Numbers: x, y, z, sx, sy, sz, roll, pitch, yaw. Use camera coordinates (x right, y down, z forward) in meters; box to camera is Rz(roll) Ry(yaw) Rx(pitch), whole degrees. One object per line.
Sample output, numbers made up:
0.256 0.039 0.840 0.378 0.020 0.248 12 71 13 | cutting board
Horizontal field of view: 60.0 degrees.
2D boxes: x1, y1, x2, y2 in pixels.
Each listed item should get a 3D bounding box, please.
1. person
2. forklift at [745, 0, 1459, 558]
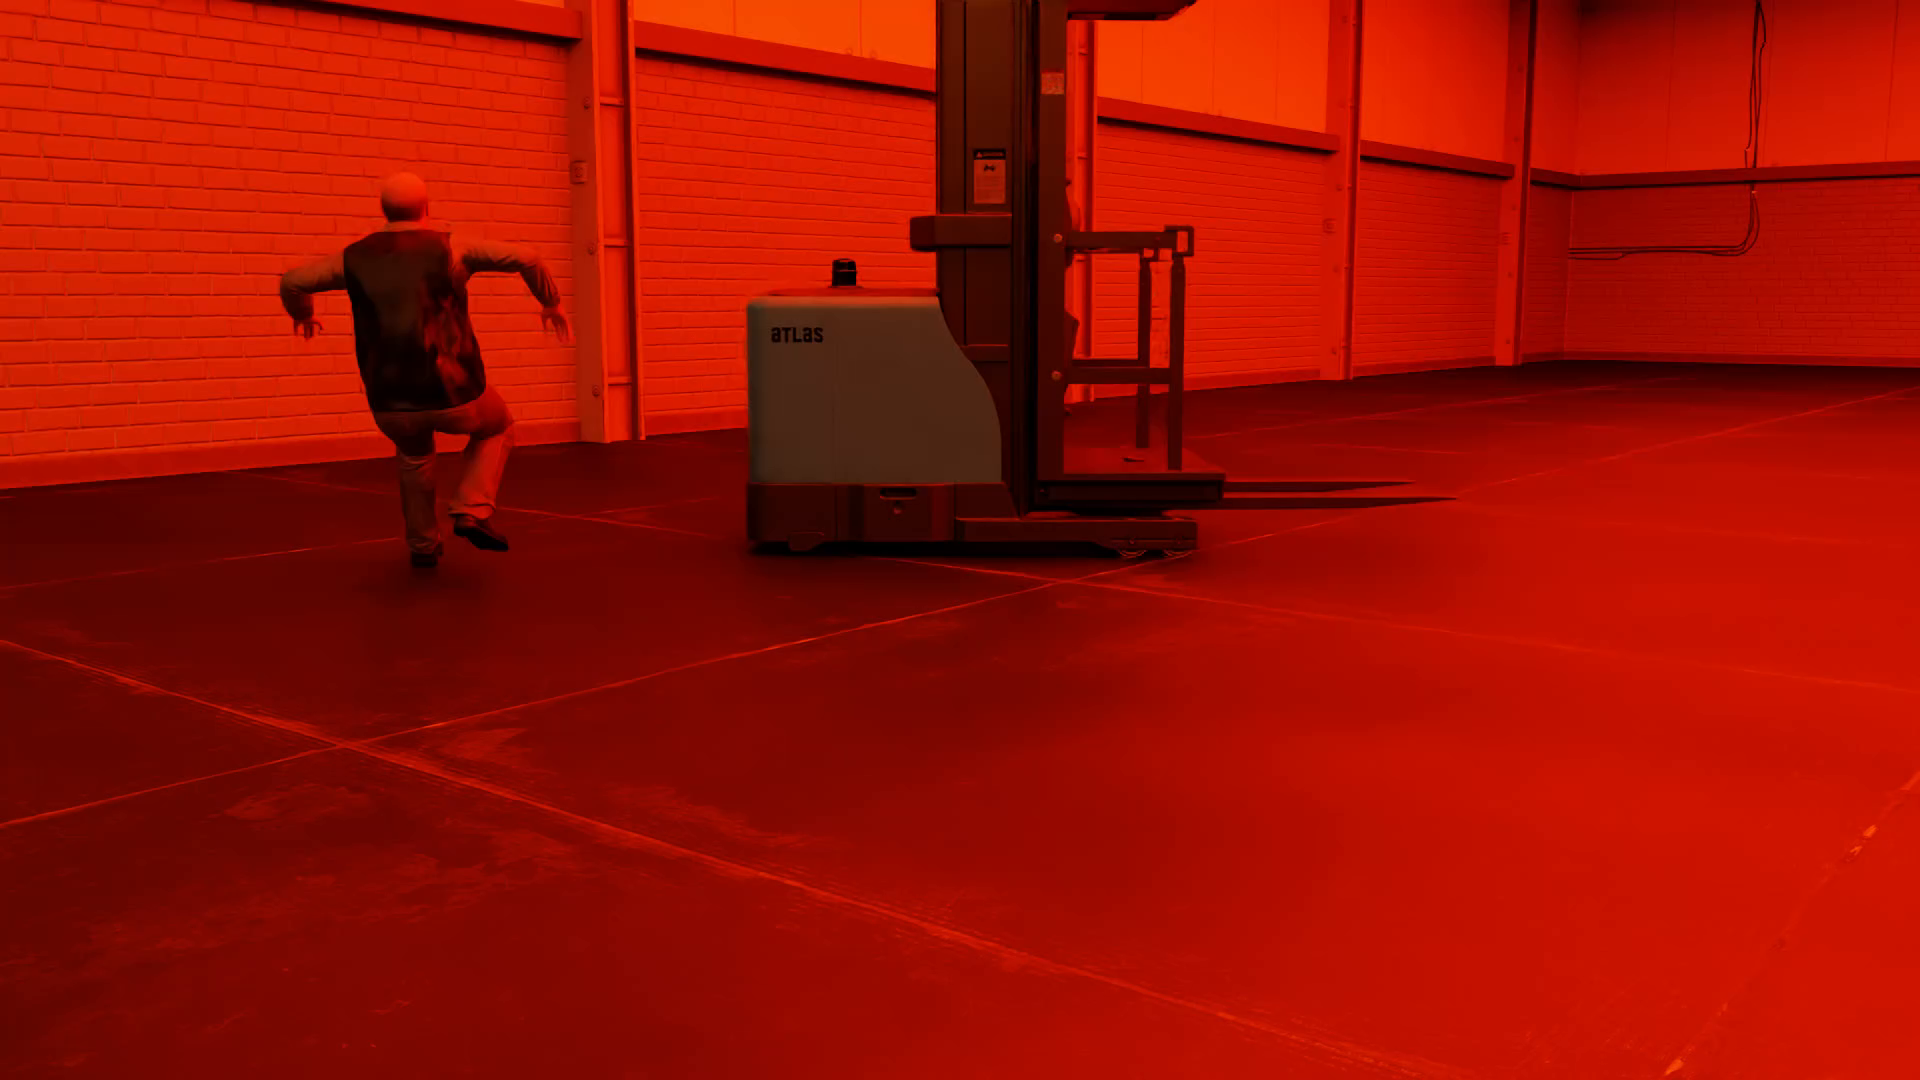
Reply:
-2.059 -0.634 6.474 1.112 1.536 0.845 0 8 -1 | person
0.611 -1.453 7.213 3.031 2.935 1.130 0 8 -1 | forklift
